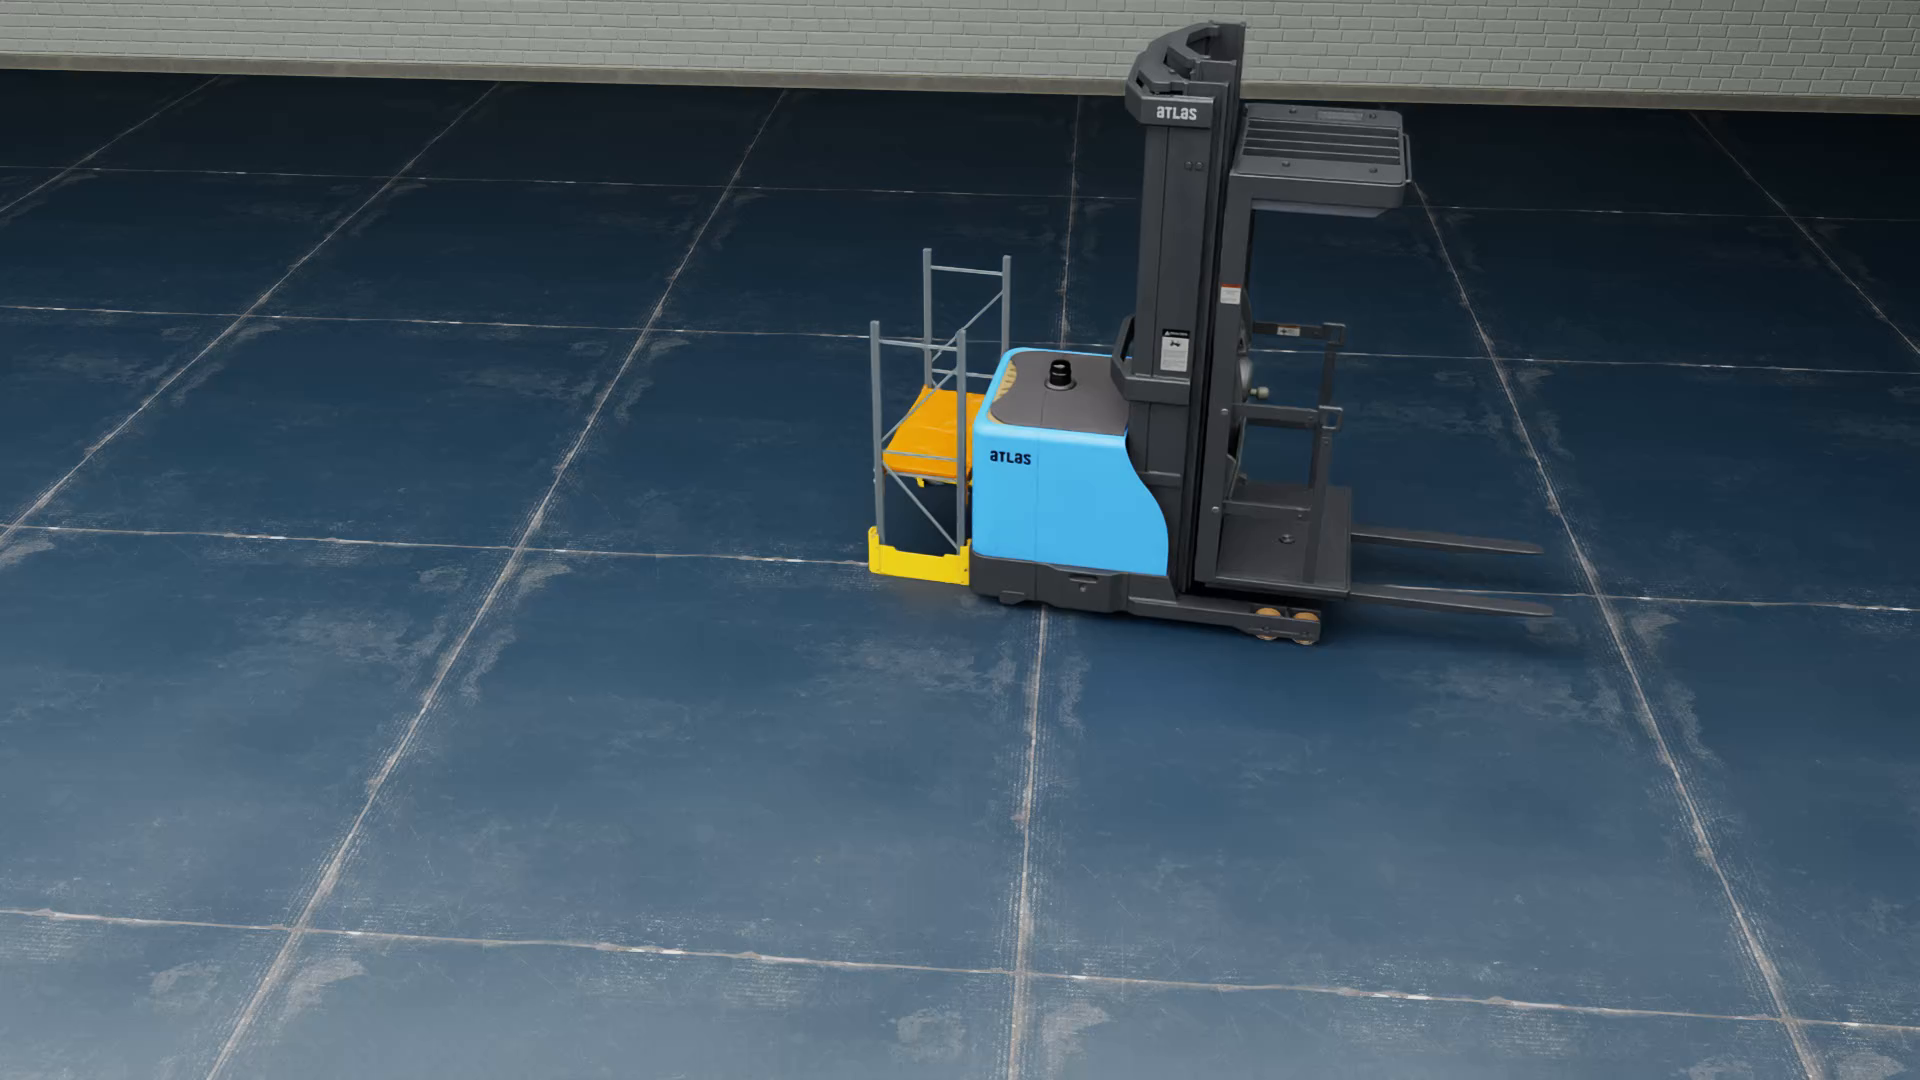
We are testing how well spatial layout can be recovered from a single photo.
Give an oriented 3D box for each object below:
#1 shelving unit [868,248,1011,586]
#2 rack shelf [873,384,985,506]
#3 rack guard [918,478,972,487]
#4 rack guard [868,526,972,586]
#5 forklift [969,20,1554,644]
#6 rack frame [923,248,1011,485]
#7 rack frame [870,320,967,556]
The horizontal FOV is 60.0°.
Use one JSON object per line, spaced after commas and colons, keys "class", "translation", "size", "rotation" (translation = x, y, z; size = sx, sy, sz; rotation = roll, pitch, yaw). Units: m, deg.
{"class": "shelving unit", "translation": [-0.089, -0.698, 9.233], "size": [0.587, 1.500, 1.083], "rotation": [8, 32, 12]}
{"class": "rack shelf", "translation": [-0.087, -0.549, 9.335], "size": [0.538, 0.185, 1.000], "rotation": [8, 32, 12]}
{"class": "rack guard", "translation": [0.034, -0.419, 9.971], "size": [0.587, 0.250, 0.087], "rotation": [8, 32, 12]}
{"class": "rack guard", "translation": [-0.212, 0.088, 9.150], "size": [0.587, 0.250, 0.087], "rotation": [8, 32, 12]}
{"class": "forklift", "translation": [1.620, -1.010, 8.376], "size": [3.031, 2.935, 1.130], "rotation": [6, 32, 10]}
{"class": "rack frame", "translation": [0.039, -0.961, 9.660], "size": [0.500, 1.500, 0.032], "rotation": [8, 32, 12]}
{"class": "rack frame", "translation": [-0.212, -0.444, 8.821], "size": [0.500, 1.500, 0.032], "rotation": [8, 32, 12]}
